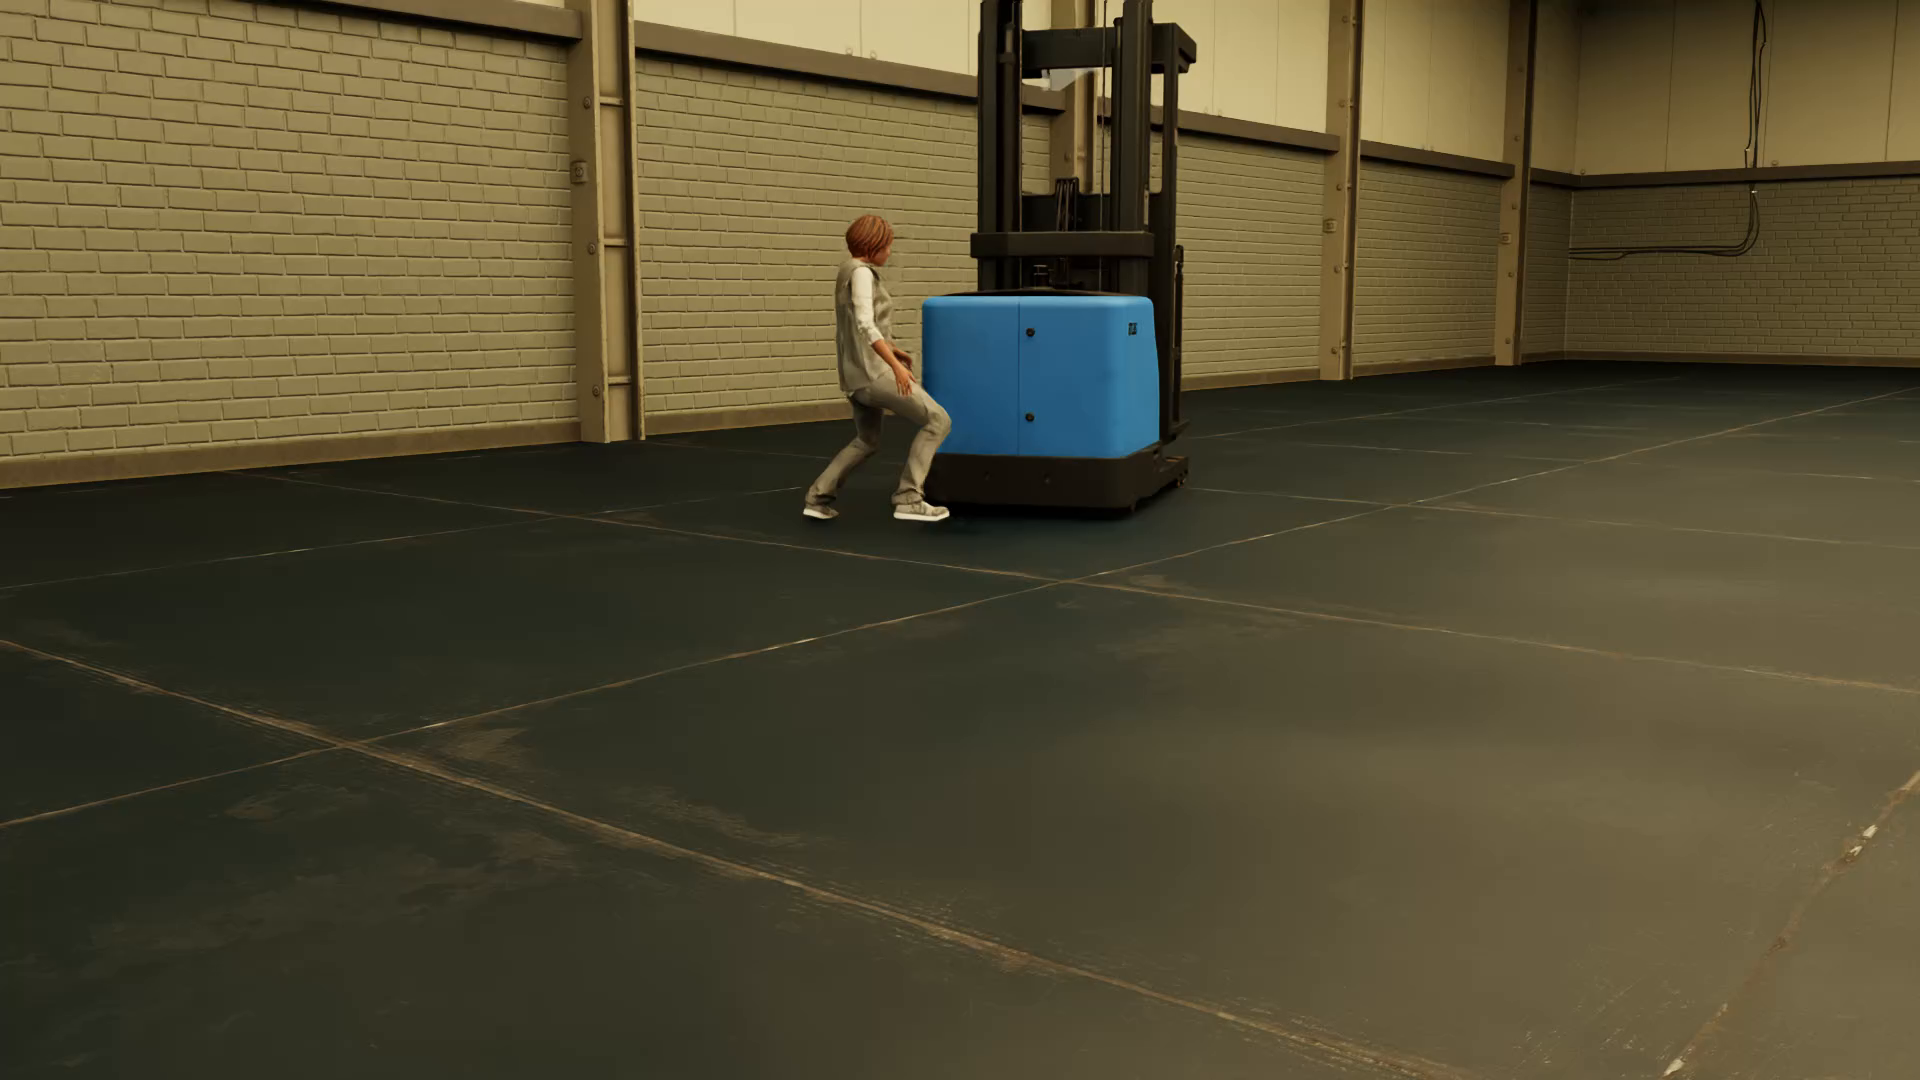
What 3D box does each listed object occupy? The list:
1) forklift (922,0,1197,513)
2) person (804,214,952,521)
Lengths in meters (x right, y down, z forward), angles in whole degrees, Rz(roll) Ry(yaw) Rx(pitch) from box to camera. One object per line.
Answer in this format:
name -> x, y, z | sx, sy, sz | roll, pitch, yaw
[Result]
forklift -> 0.700, -1.758, 9.298 | 1.130, 2.935, 3.031 | 2, 9, 16
person -> -0.411, -0.782, 7.850 | 0.646, 1.469, 0.816 | -1, 8, -10
